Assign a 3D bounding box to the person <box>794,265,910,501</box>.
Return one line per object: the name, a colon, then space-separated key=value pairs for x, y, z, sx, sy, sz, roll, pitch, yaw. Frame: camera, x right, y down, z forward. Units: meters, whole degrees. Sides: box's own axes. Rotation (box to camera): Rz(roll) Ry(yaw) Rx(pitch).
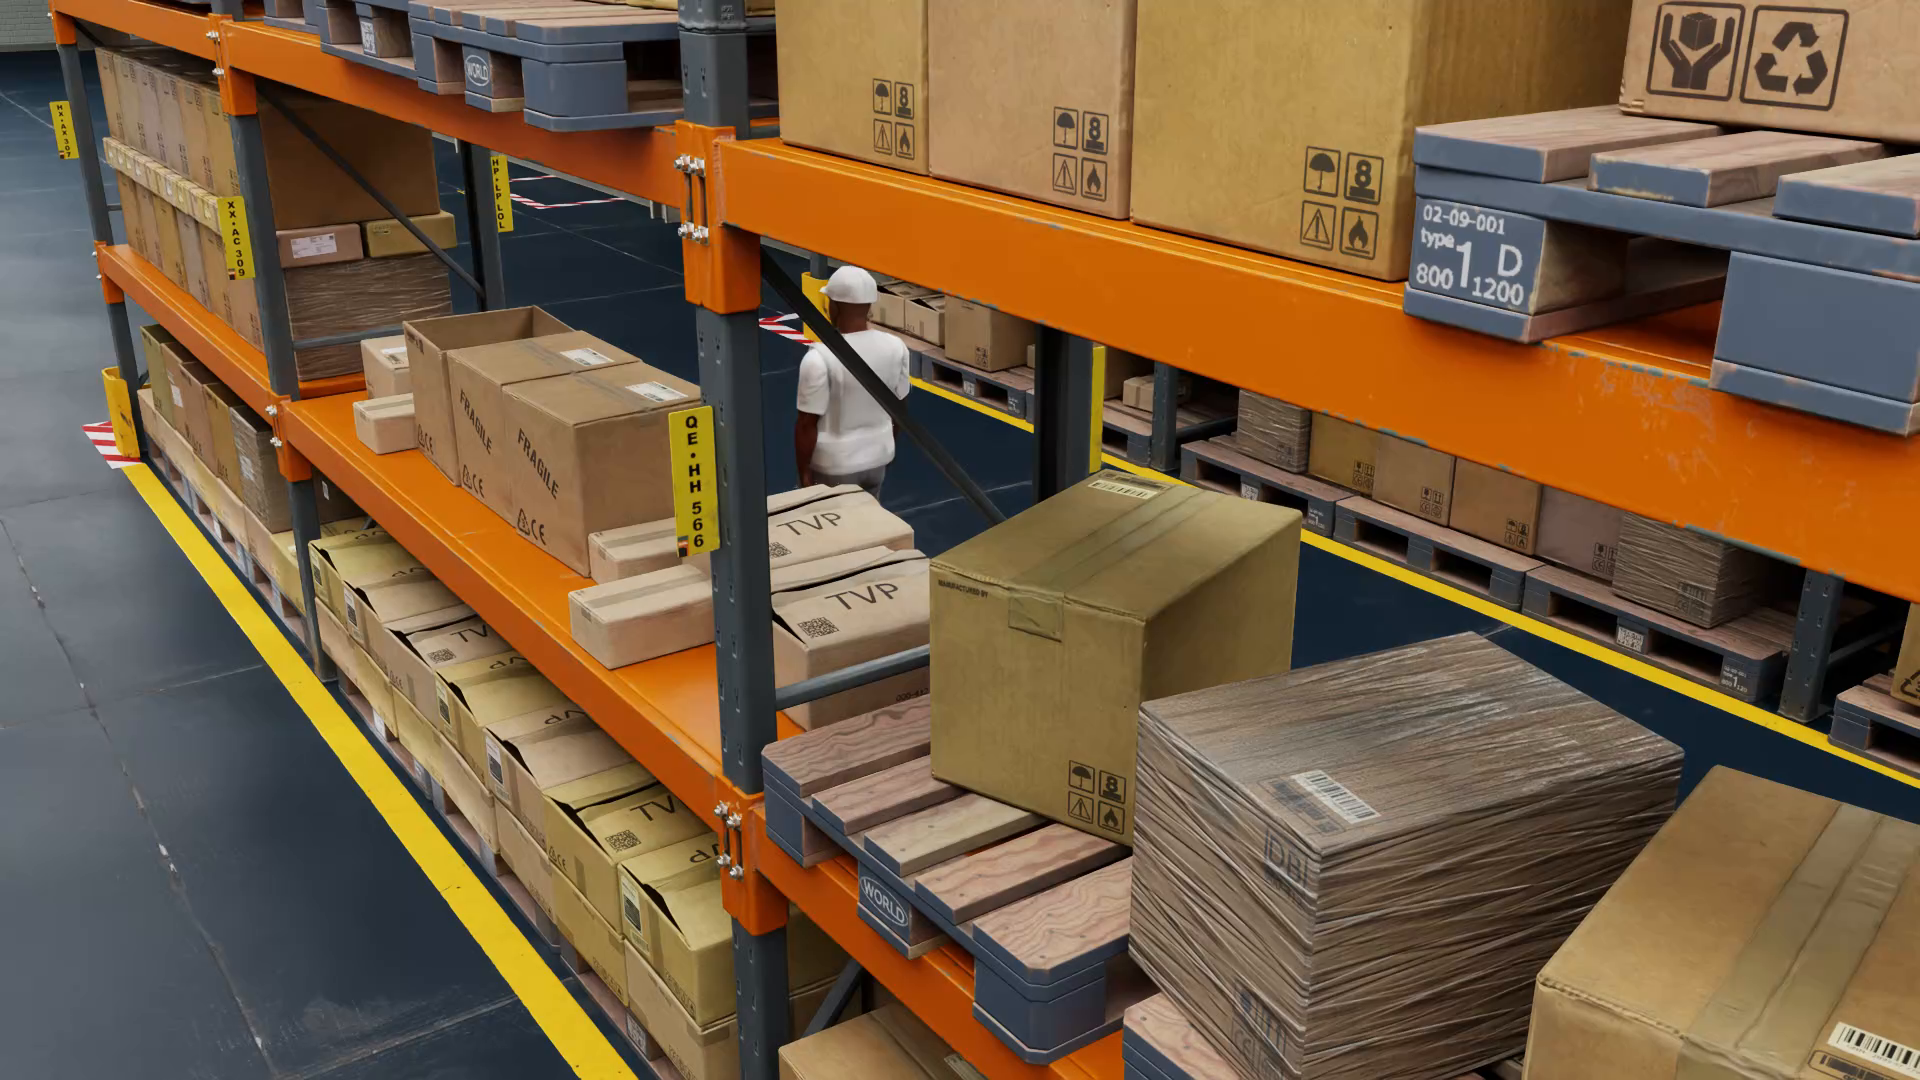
person: x=-0.520 y=-0.364 z=7.441 sx=0.595 sy=1.763 sz=0.604 roll=-14 pitch=25 yaw=-32
